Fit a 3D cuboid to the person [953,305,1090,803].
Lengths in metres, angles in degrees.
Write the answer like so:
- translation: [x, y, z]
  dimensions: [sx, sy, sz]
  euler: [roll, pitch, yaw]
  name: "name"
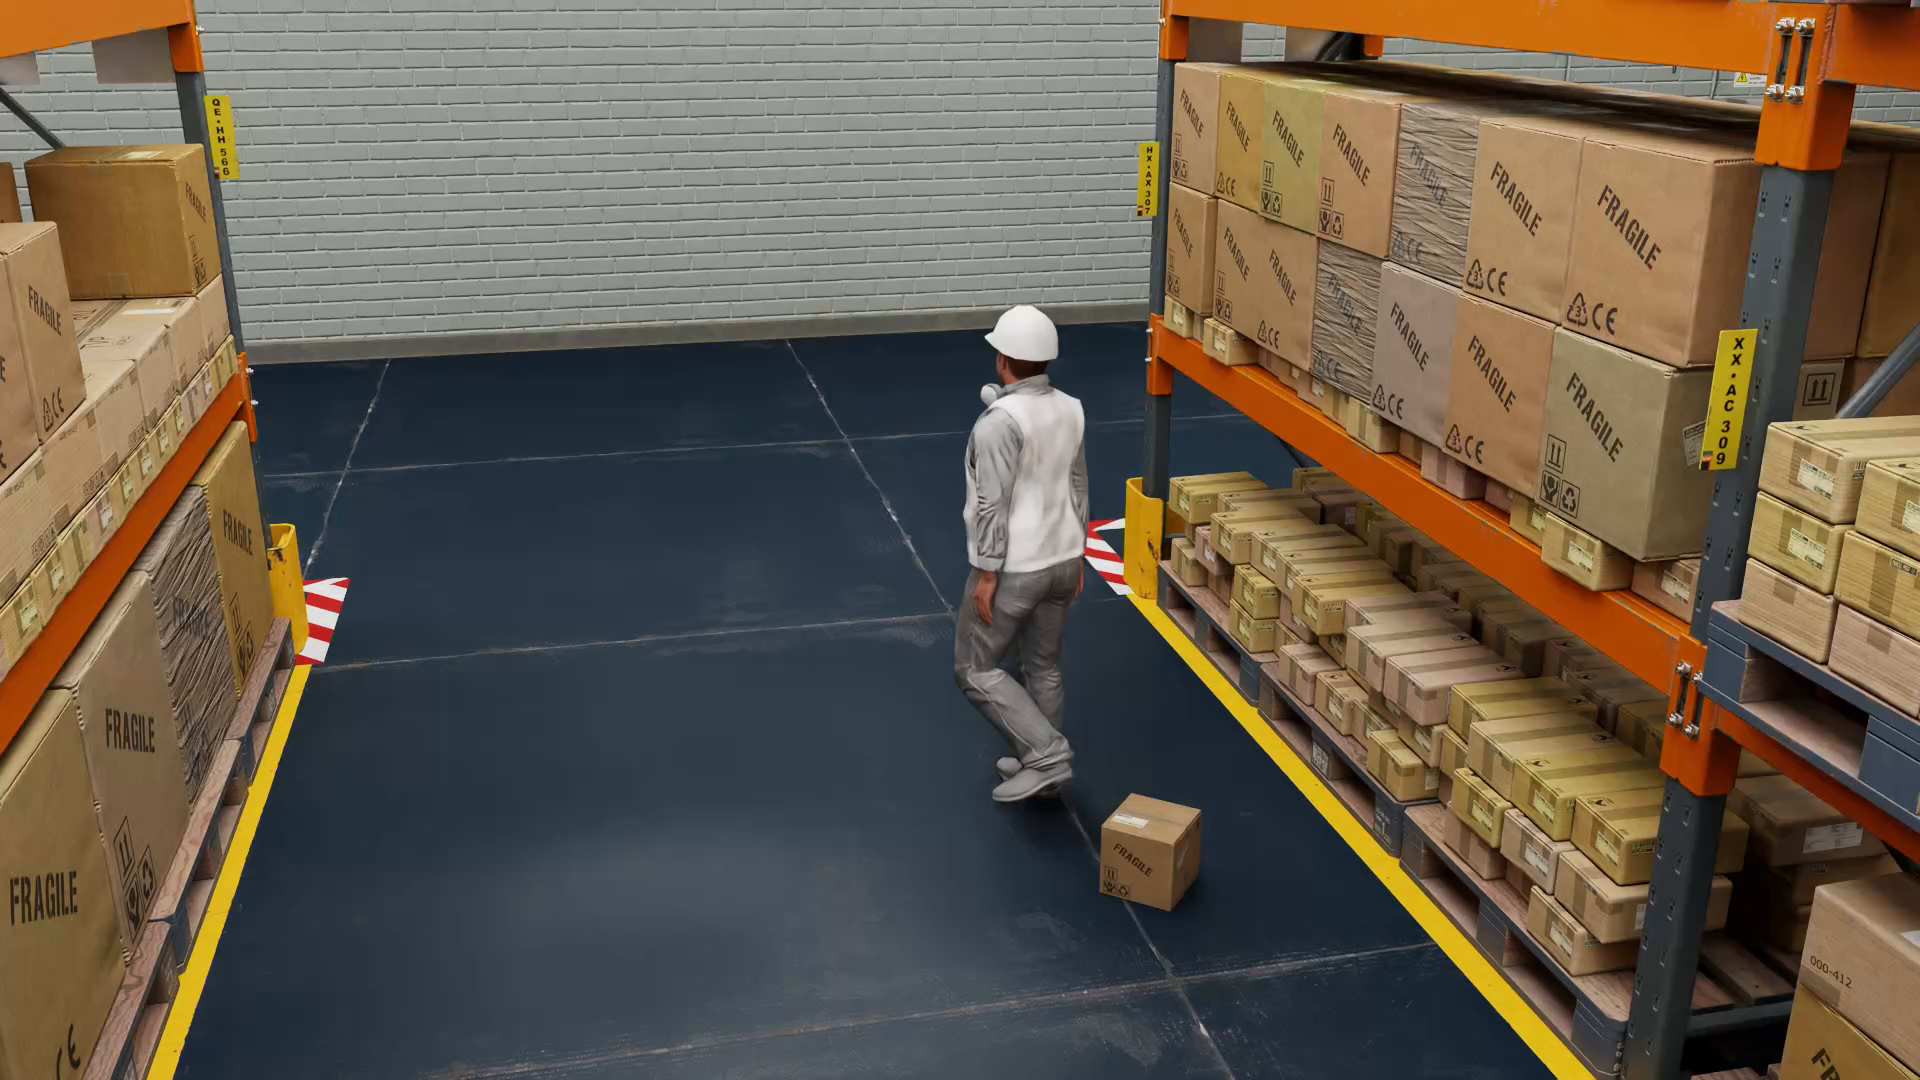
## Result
- translation: [0.259, 0.085, 5.779]
  dimensions: [0.554, 1.769, 0.589]
  euler: [18, 26, 41]
  name: "person"
